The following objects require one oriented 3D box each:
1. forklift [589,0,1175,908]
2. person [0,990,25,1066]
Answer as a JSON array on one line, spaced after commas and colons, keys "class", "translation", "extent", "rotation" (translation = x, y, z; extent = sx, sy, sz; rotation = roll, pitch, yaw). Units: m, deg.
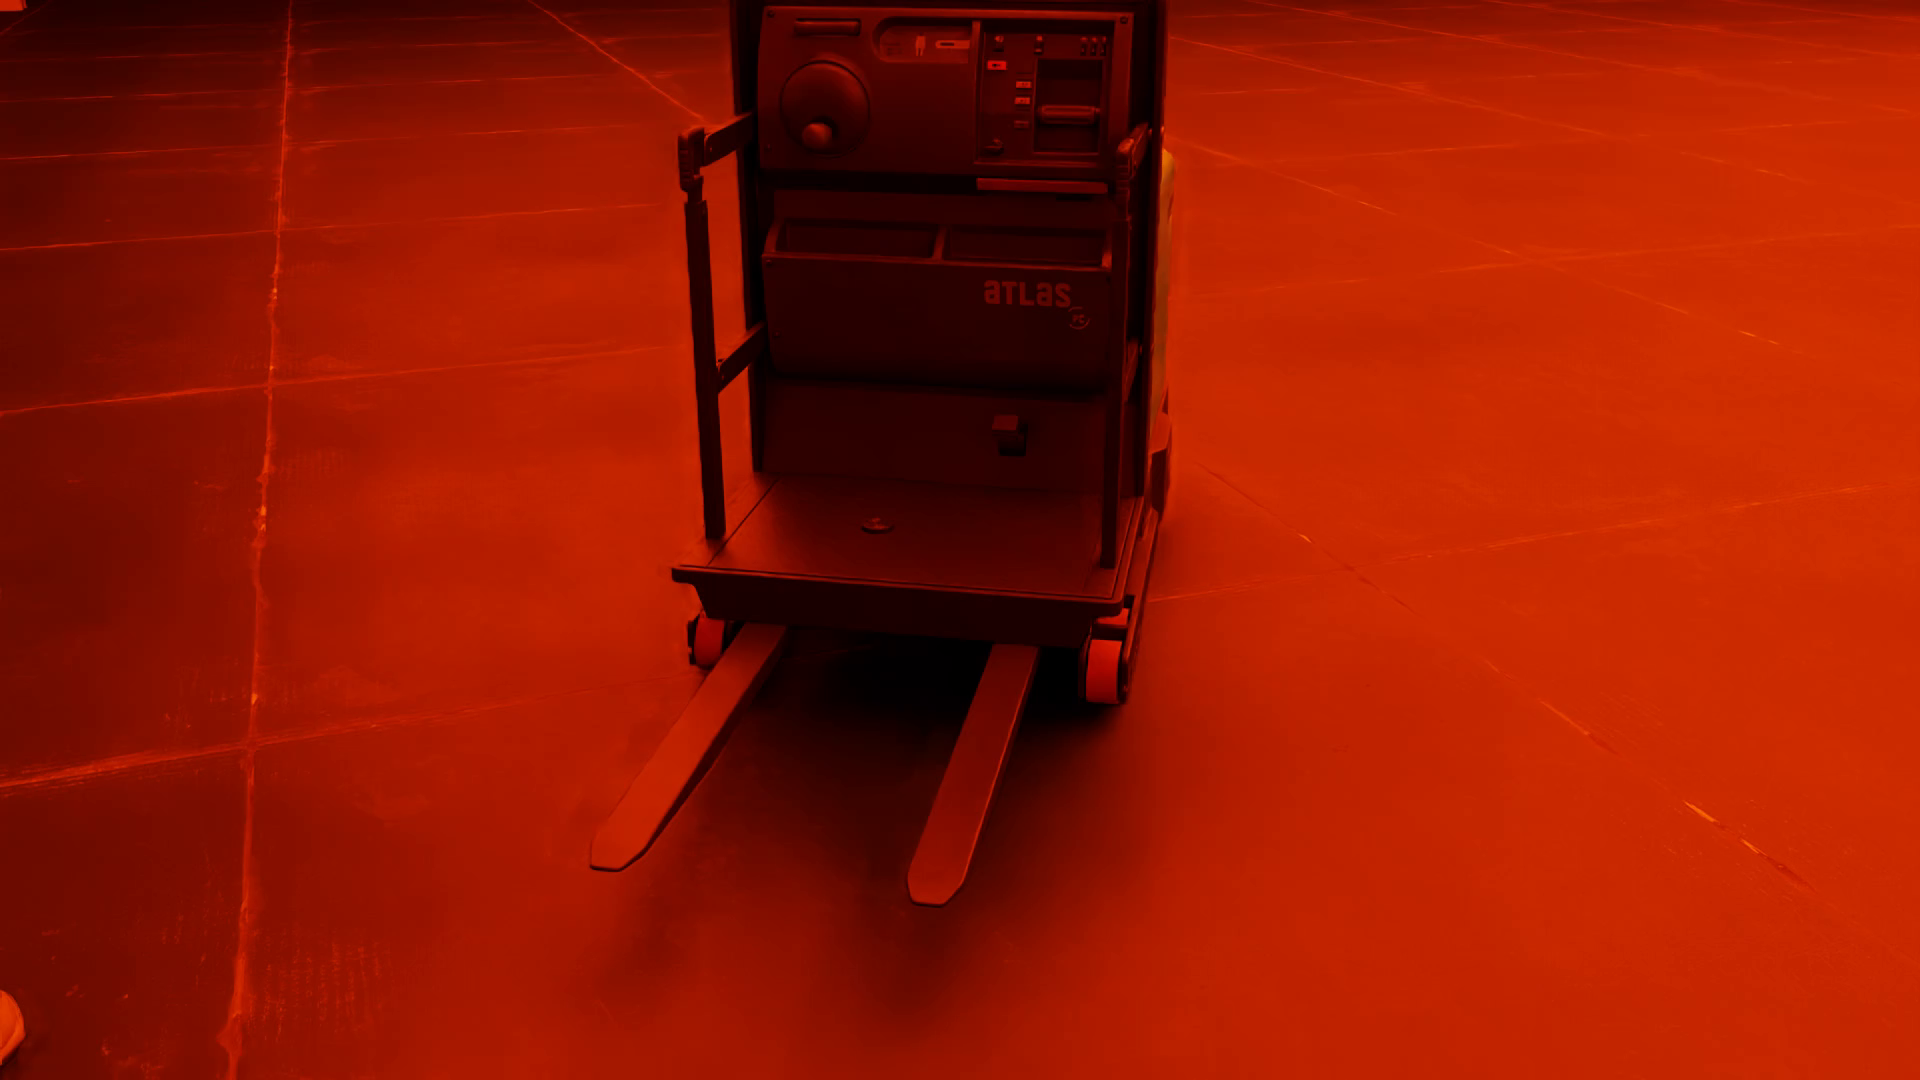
[{"class": "forklift", "translation": [-0.080, -1.096, 3.904], "extent": [1.130, 2.935, 3.031], "rotation": [4, 23, 10]}, {"class": "person", "translation": [-2.331, 0.249, 2.446], "extent": [1.267, 1.572, 0.945], "rotation": [8, 24, 18]}]
